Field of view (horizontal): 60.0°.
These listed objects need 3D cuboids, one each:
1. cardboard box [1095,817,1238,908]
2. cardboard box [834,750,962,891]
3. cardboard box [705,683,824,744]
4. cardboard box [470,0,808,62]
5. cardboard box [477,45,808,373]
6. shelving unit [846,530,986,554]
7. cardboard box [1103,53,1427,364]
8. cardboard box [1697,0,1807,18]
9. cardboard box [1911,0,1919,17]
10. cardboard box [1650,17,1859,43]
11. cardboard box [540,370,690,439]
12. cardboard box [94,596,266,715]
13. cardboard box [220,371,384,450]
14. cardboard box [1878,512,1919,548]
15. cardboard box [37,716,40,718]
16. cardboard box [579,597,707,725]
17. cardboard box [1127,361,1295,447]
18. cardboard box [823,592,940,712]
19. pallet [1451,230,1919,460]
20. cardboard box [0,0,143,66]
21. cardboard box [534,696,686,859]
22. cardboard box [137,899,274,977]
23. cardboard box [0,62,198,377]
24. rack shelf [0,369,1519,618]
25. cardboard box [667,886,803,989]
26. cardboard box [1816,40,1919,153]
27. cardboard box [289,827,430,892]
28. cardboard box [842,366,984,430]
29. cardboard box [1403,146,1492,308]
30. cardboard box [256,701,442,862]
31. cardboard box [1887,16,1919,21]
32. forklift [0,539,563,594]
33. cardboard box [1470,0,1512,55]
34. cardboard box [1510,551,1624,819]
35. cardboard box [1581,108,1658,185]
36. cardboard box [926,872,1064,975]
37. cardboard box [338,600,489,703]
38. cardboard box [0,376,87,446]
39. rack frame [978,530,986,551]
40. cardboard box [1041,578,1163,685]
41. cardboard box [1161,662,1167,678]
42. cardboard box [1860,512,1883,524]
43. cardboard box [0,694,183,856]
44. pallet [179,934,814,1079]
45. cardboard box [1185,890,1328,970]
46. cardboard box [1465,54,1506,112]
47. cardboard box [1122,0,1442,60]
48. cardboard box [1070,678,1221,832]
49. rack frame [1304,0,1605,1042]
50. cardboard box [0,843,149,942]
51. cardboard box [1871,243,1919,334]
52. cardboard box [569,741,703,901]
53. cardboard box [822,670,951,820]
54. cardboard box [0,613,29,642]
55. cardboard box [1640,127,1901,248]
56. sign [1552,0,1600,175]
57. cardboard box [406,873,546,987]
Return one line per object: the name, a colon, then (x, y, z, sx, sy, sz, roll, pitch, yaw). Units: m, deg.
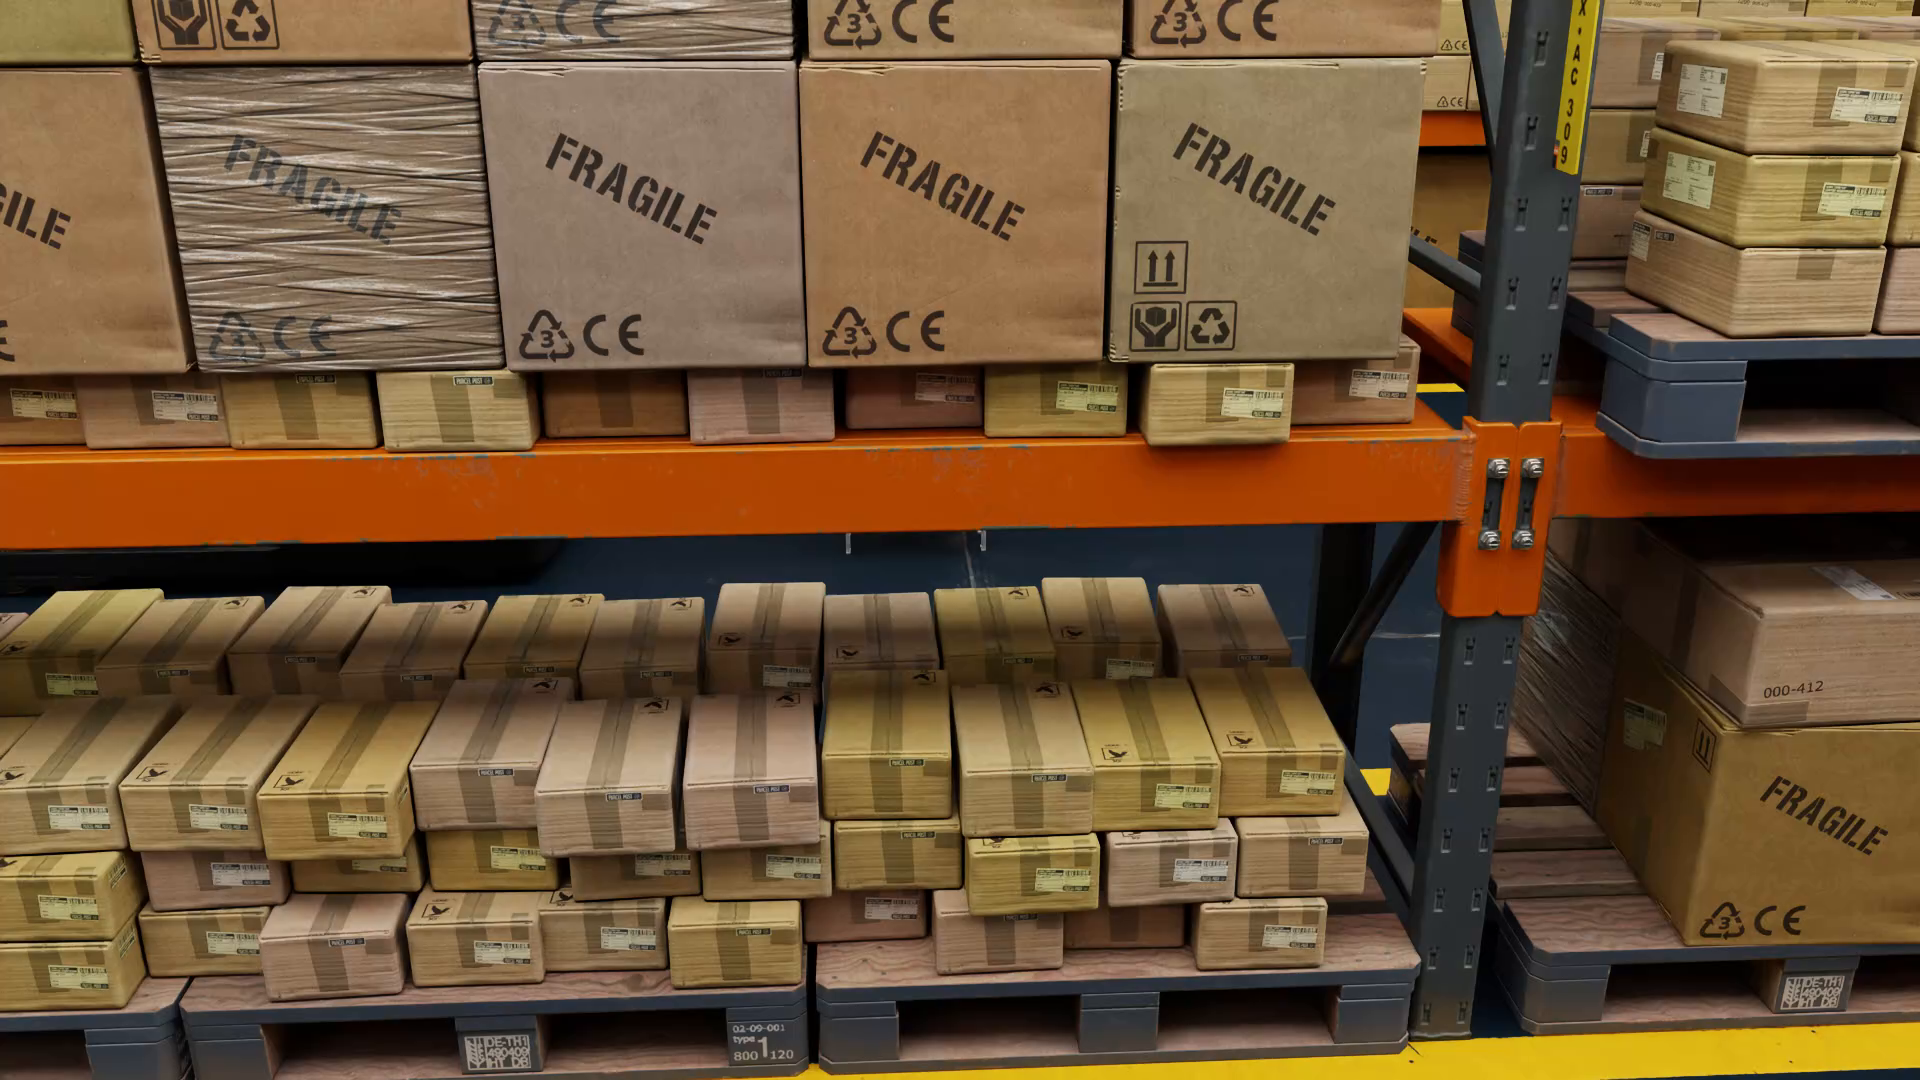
cardboard box: (0.393, 0.576, 3.390, 0.250, 0.149, 0.380, -2, 21, -6)
cardboard box: (-0.129, 0.558, 3.437, 0.250, 0.149, 0.380, -1, 21, -3)
cardboard box: (-0.456, 0.397, 3.860, 0.250, 0.149, 0.380, 0, 21, -1)
cardboard box: (-0.523, -1.080, 2.777, 0.500, 0.500, 0.500, -1, 21, -2)
cardboard box: (-0.523, -0.606, 2.937, 0.500, 0.500, 0.500, -1, 21, -3)
shelving unit: (-0.165, -0.557, 5.899, 0.503, 1.200, 0.258, -1, 21, -3)
cardboard box: (0.492, -0.625, 2.989, 0.500, 0.500, 0.500, -1, 21, -3)
cardboard box: (3.588, -2.439, 7.820, 0.500, 0.250, 0.500, -2, 21, -4)
cardboard box: (5.007, -2.877, 8.314, 0.500, 0.500, 0.500, -2, 21, -5)
cardboard box: (1.617, -0.990, 3.432, 0.250, 0.149, 0.380, -2, 21, -5)
cardboard box: (-0.620, -0.317, 3.090, 0.250, 0.149, 0.380, -1, 21, -4)
cardboard box: (-1.753, 0.271, 3.774, 0.250, 0.149, 0.380, -2, 21, -5)
cardboard box: (-1.138, -0.291, 3.023, 0.250, 0.149, 0.380, 0, 21, -1)
cardboard box: (2.243, 0.139, 3.410, 0.500, 0.250, 0.500, -1, 21, -2)
cardboard box: (-2.005, 0.405, 3.840, 0.250, 0.149, 0.380, -2, 21, -5)
cardboard box: (-0.710, 0.273, 3.768, 0.250, 0.149, 0.380, -2, 21, -5)
cardboard box: (0.436, -0.300, 3.045, 0.250, 0.149, 0.380, -2, 21, -4)
cardboard box: (-0.184, 0.262, 3.797, 0.250, 0.149, 0.380, -2, 21, -4)
pallet: (1.730, -0.424, 3.289, 1.213, 0.211, 1.003, -1, 21, -3)
cardboard box: (-1.547, -1.052, 2.704, 0.500, 0.500, 0.500, -2, 21, -4)
cardboard box: (-0.680, 0.460, 3.276, 0.250, 0.149, 0.380, -2, 21, -5)
cardboard box: (-1.479, 0.723, 3.422, 0.250, 0.149, 0.380, -1, 21, -3)
cardboard box: (-1.548, -0.591, 2.898, 0.500, 0.500, 0.500, -1, 21, -2)
rack shelf: (-1.038, -0.173, 3.371, 4.000, 0.370, 1.077, -1, 21, -3)
cardboard box: (-0.447, 0.736, 3.388, 0.250, 0.149, 0.380, -1, 21, -3)
cardboard box: (1.656, -0.759, 2.826, 0.250, 0.149, 0.380, -1, 21, -2)
cardboard box: (-1.191, 0.561, 3.430, 0.250, 0.149, 0.380, 0, 21, 0)
cardboard box: (-0.096, -0.334, 3.137, 0.250, 0.149, 0.380, -2, 21, -5)
cardboard box: (2.091, -1.572, 8.429, 0.875, 0.875, 0.875, -1, 21, -1)
cardboard box: (-1.179, 0.466, 3.262, 0.250, 0.149, 0.380, -1, 21, -2)
cardboard box: (2.137, -1.000, 3.458, 0.250, 0.149, 0.380, -1, 21, -3)
forklift: (-2.939, -1.378, 5.620, 3.031, 2.935, 1.130, -1, 21, -2)
cardboard box: (2.560, -2.411, 7.746, 0.500, 0.250, 0.500, -2, 21, -5)
cardboard box: (1.683, 0.318, 3.994, 0.500, 0.500, 0.500, -2, 21, -4)
cardboard box: (1.345, -0.846, 3.472, 0.250, 0.149, 0.380, -1, 21, -1)
cardboard box: (0.062, 0.719, 3.433, 0.250, 0.149, 0.380, -2, 21, -5)
cardboard box: (-1.219, 0.280, 3.751, 0.250, 0.149, 0.380, -2, 21, -5)
cardboard box: (-1.646, -0.298, 3.042, 0.250, 0.149, 0.380, -1, 21, -4)
rack frame: (0.078, -0.562, 5.912, 0.015, 1.200, 0.240, -1, 21, -3)
cardboard box: (0.325, 0.226, 3.892, 0.250, 0.149, 0.380, 0, 21, 0)
cardboard box: (0.578, 0.341, 4.008, 0.250, 0.149, 0.380, 0, 21, -1)
cardboard box: (2.202, -0.039, 3.877, 0.500, 0.250, 0.500, 0, 21, 0)
cardboard box: (-1.722, 0.457, 3.285, 0.250, 0.149, 0.380, -2, 21, -6)
pallet: (-0.931, 0.805, 3.709, 1.213, 0.211, 1.003, -1, 21, -3)
cardboard box: (0.587, 0.715, 3.443, 0.250, 0.149, 0.380, -1, 21, -2)
cardboard box: (2.558, -2.174, 7.826, 0.500, 0.250, 0.500, -1, 21, -4)
cardboard box: (0.505, -1.097, 2.823, 0.500, 0.500, 0.500, -2, 21, -5)
cardboard box: (0.366, 0.427, 3.364, 0.250, 0.149, 0.380, -1, 21, -2)
rack frame: (0.959, -0.550, 3.349, 0.127, 3.000, 1.000, -1, 21, -3)
cardboard box: (-1.719, 0.620, 3.274, 0.250, 0.149, 0.380, -1, 21, -1)
cardboard box: (1.655, -0.481, 2.932, 0.250, 0.149, 0.380, -1, 21, -2)
cardboard box: (-0.652, 0.569, 3.410, 0.250, 0.149, 0.380, -2, 21, -6)
cardboard box: (-0.146, 0.412, 3.403, 0.250, 0.149, 0.380, 0, 21, -1)
cardboard box: (-2.267, 0.304, 3.687, 0.250, 0.149, 0.380, -1, 21, -2)
cardboard box: (1.378, -0.612, 2.858, 0.250, 0.149, 0.380, -1, 21, -2)
sign: (0.997, -0.762, 2.690, 0.005, 0.325, 0.100, -1, 21, -3)
cardboard box: (-0.950, 0.734, 3.393, 0.250, 0.149, 0.380, -1, 21, -3)
